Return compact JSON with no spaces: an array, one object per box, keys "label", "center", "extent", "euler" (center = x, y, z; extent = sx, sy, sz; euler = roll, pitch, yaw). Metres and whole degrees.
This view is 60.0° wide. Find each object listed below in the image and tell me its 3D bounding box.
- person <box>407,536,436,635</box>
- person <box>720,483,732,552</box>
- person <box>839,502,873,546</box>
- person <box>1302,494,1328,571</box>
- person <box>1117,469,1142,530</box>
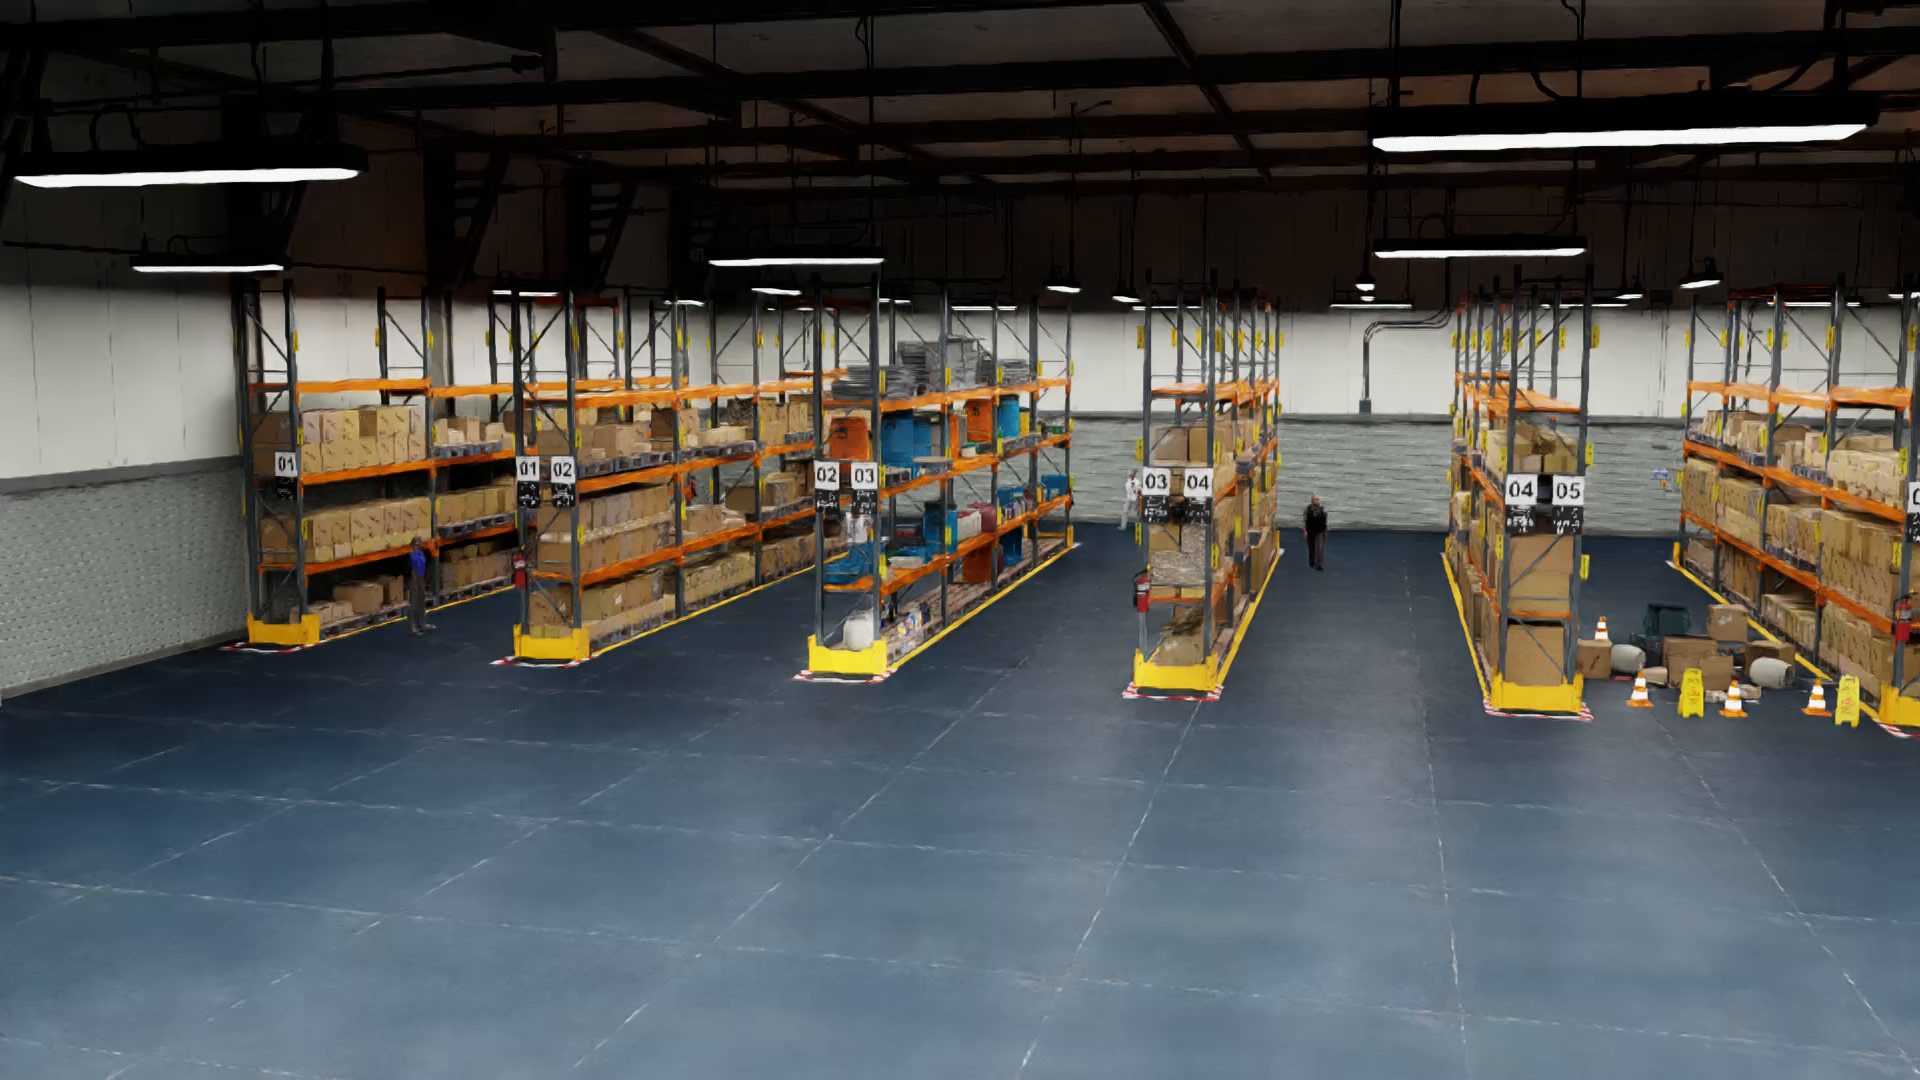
[{"label":"person","center":[-9.244,0.765,28.460],"extent":[0.436,1.655,0.551],"euler":[-2,7,-13]},{"label":"person","center":[-5.247,-0.426,37.933],"extent":[0.475,1.762,0.595],"euler":[-2,7,-18]},{"label":"person","center":[-2.125,0.024,34.420],"extent":[0.721,1.715,0.843],"euler":[2,7,19]},{"label":"person","center":[7.760,-0.185,36.388],"extent":[0.543,1.648,1.115],"euler":[2,7,16]},{"label":"person","center":[4.573,-1.072,43.986],"extent":[0.491,1.611,0.931],"euler":[5,9,38]}]
